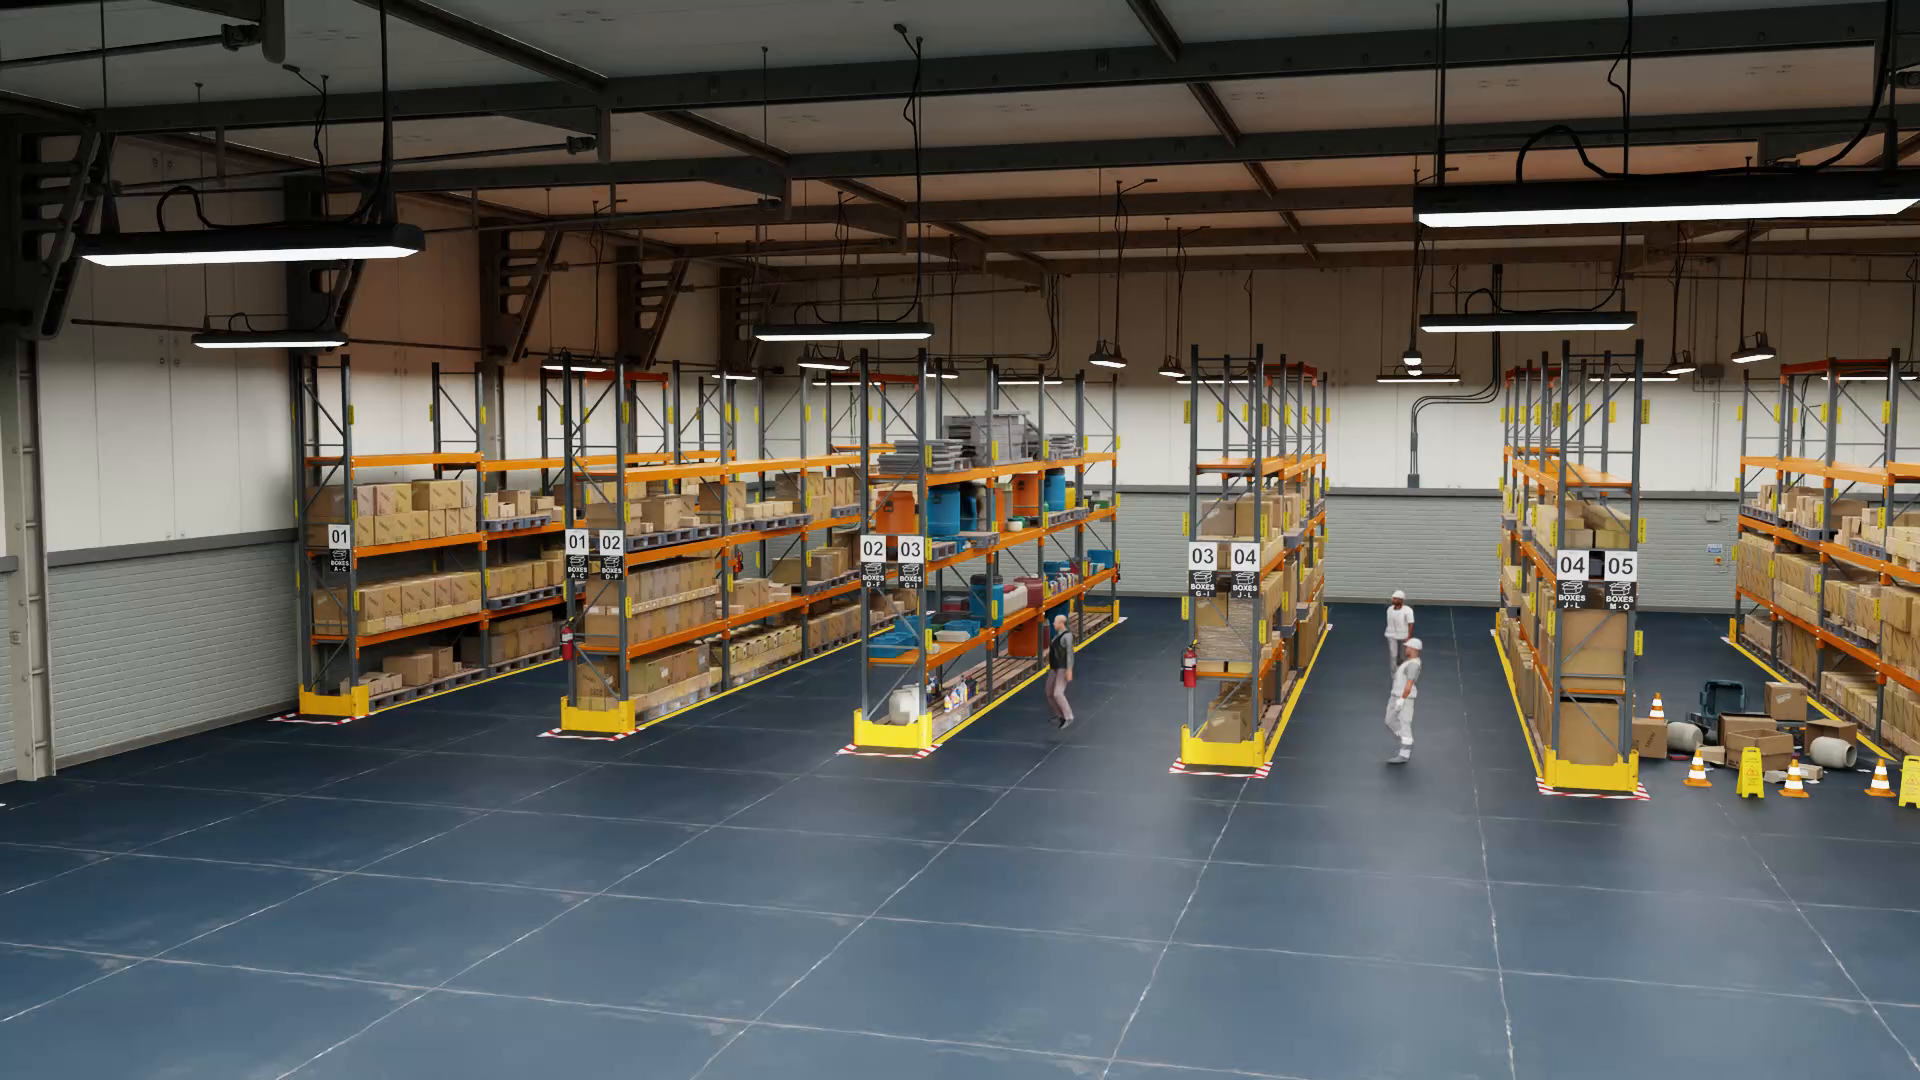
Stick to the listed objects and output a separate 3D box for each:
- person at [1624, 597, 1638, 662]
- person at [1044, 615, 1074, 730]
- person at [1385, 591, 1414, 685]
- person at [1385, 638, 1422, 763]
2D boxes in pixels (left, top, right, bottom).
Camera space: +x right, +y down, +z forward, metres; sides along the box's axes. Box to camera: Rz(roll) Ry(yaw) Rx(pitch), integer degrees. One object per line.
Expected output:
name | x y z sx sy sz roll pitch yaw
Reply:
person | 13.583 1.703 33.755 0.345 1.545 0.477 2 5 26
person | 1.517 2.012 25.536 0.435 1.717 0.588 -1 5 -19
person | 8.191 1.814 31.058 0.505 1.731 0.975 0 4 5
person | 6.414 2.304 24.081 0.538 1.776 0.621 -1 4 -13
